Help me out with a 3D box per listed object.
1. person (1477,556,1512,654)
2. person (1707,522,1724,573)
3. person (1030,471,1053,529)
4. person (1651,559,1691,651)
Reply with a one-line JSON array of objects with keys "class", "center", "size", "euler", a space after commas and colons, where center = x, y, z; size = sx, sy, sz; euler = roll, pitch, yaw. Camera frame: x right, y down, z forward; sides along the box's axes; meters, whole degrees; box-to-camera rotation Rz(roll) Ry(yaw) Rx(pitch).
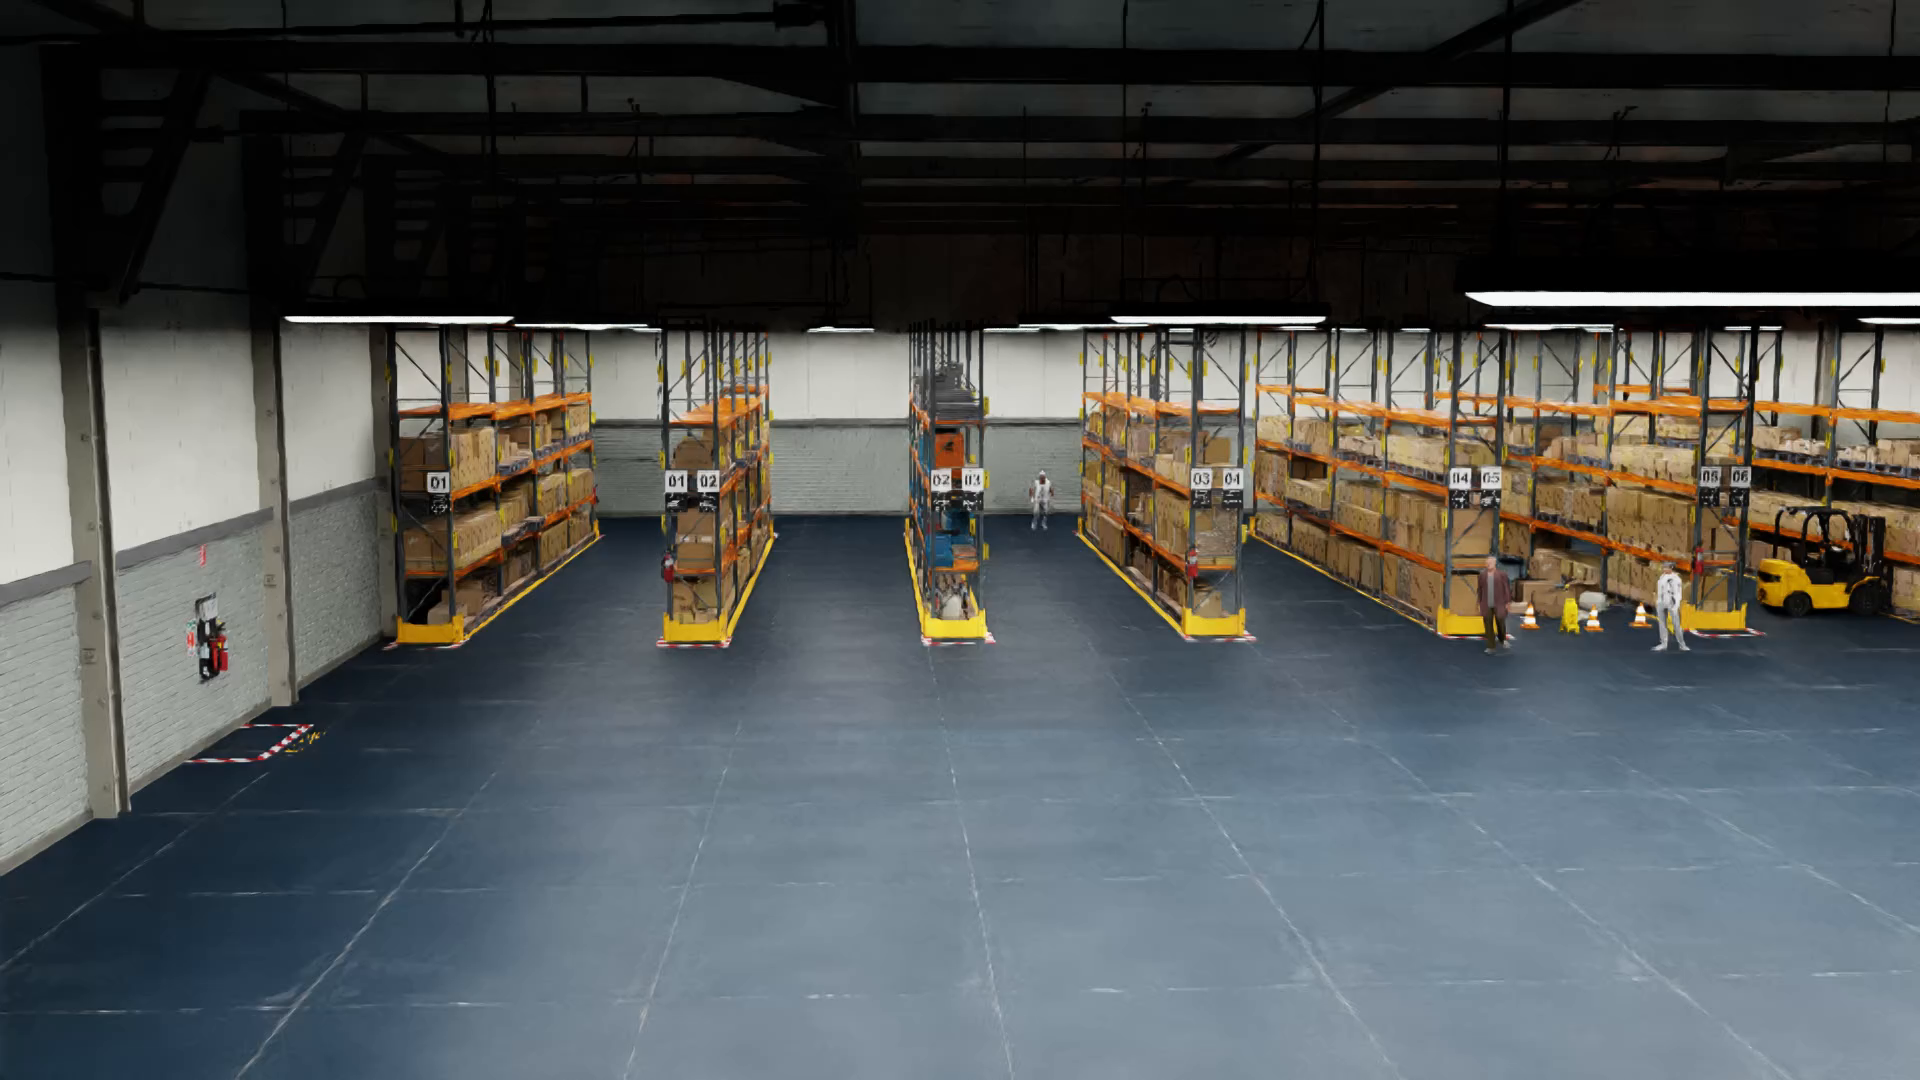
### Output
[{"class": "person", "center": [9.643, 1.149, 29.993], "size": [0.618, 1.772, 0.561], "euler": [4, 8, 32]}, {"class": "person", "center": [16.204, 0.424, 35.810], "size": [0.492, 1.758, 0.588], "euler": [4, 8, 27]}, {"class": "person", "center": [2.400, -1.177, 48.971], "size": [0.702, 1.735, 0.549], "euler": [-1, 7, -5]}, {"class": "person", "center": [12.943, 1.181, 30.201], "size": [0.474, 1.668, 0.658], "euler": [-4, 8, -28]}]
